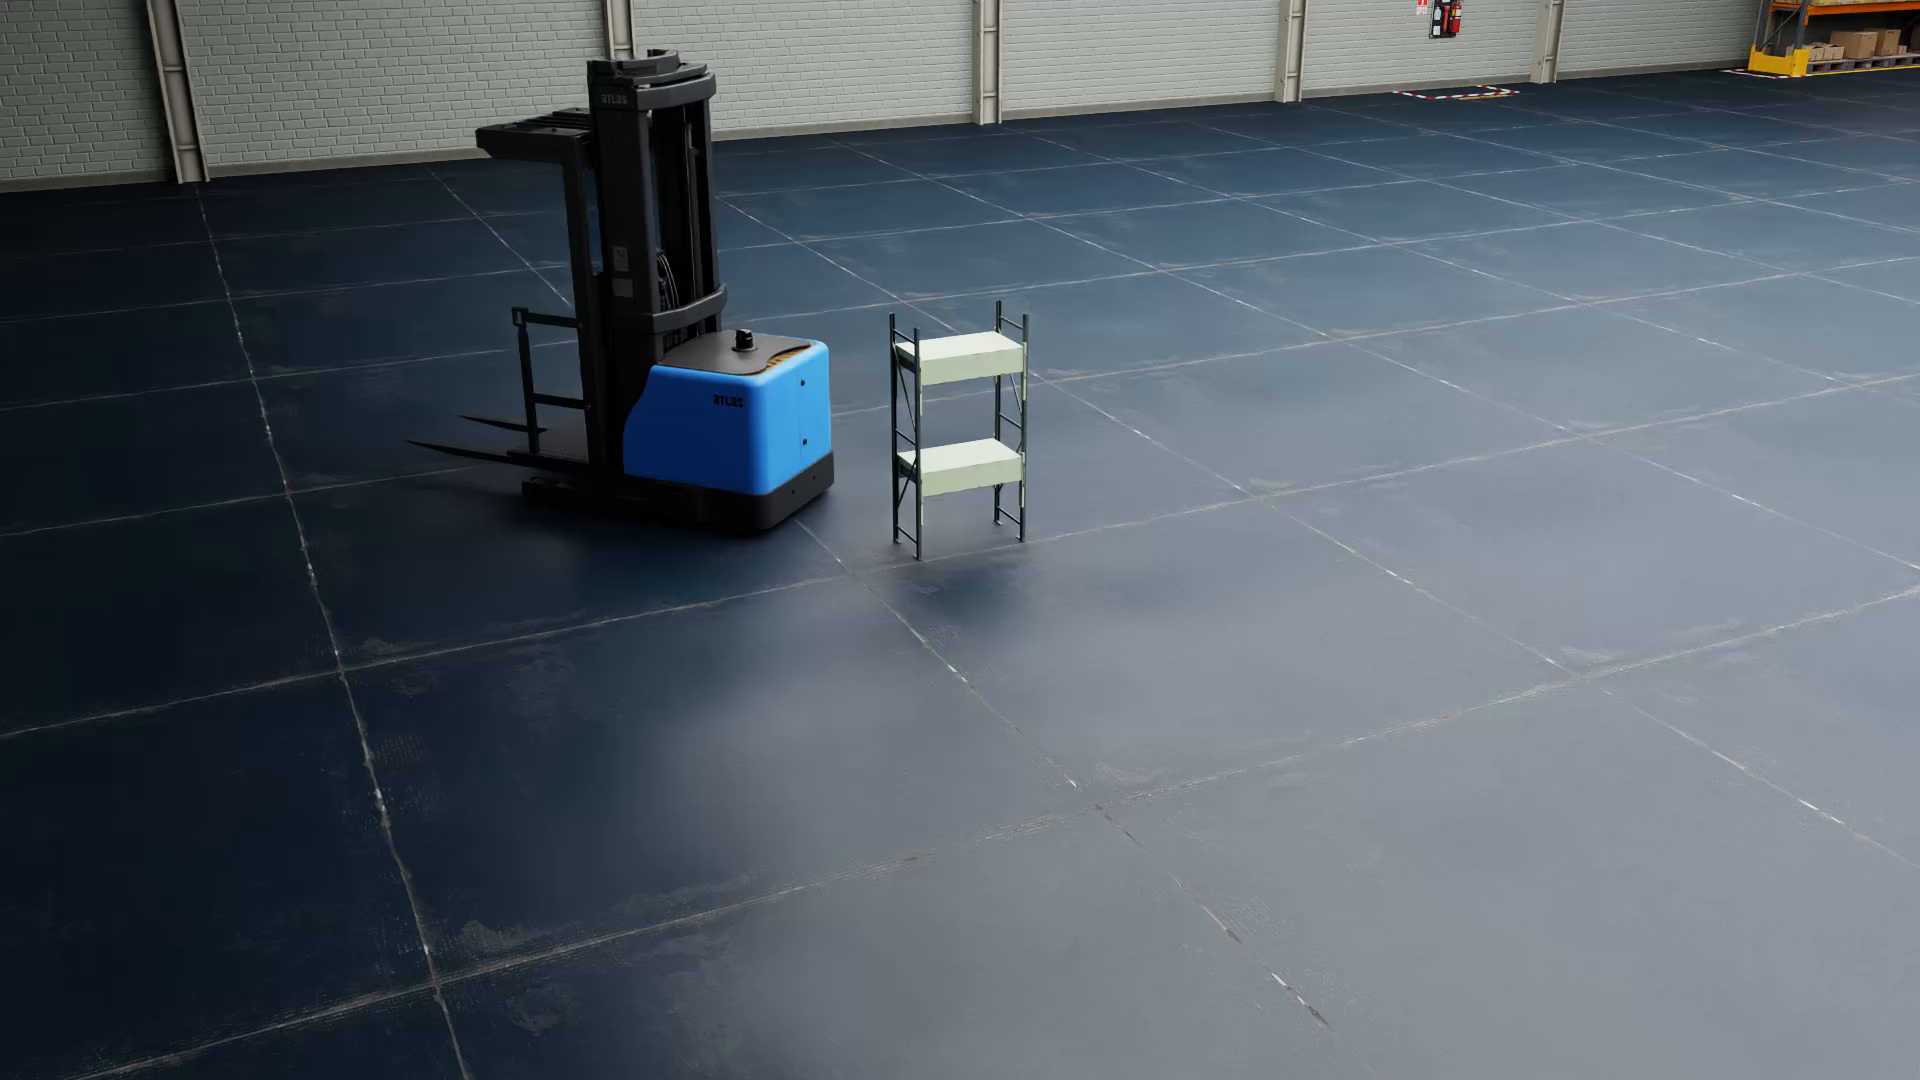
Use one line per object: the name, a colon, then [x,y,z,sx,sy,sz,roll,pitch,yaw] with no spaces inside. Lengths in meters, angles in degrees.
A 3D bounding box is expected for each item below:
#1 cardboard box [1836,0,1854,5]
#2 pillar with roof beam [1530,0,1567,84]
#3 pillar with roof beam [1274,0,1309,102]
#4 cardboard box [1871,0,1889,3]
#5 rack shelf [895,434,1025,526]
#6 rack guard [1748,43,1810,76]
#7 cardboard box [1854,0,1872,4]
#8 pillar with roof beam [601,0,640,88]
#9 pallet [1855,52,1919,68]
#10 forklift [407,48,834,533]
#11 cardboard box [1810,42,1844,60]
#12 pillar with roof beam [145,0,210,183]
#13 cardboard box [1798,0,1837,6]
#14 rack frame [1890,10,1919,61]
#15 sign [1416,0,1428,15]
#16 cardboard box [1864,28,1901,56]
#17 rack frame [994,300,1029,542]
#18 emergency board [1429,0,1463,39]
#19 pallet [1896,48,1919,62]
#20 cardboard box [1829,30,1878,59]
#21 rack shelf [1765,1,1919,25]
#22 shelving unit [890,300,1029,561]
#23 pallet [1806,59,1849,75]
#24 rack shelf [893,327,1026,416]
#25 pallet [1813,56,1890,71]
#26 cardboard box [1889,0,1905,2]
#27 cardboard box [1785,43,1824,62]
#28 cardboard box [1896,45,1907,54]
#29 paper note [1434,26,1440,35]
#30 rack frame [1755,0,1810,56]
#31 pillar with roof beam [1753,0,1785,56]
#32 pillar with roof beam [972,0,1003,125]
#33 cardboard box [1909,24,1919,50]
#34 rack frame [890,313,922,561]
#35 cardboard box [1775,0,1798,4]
cardboard box: [17.441,-10.816,33.129,0.500,0.250,0.500,-11,25,-25]
pillar with roof beam: [13.118,-11.521,26.817,0.400,9.000,9.100,-10,25,-24]
pillar with roof beam: [7.712,-10.526,24.413,0.400,9.000,9.100,-10,25,-24]
cardboard box: [18.359,-10.982,33.528,0.500,0.250,0.500,-10,25,-23]
rack shelf: [-0.006,-0.391,10.585,0.720,0.370,0.431,-10,25,-24]
rack guard: [16.470,-9.672,33.461,0.348,0.500,1.175,-10,25,-24]
cardboard box: [17.903,-10.899,33.328,0.500,0.250,0.500,-11,25,-24]
pillar with roof beam: [-3.101,-8.535,19.604,0.400,9.000,9.100,-10,25,-24]
pallet: [19.416,-10.065,34.790,1.213,0.211,1.003,-10,25,-24]
forklift: [-2.436,-1.751,11.147,3.031,2.935,1.130,9,24,21]
cardboard box: [17.578,-9.953,33.813,0.500,0.311,0.500,-8,24,-19]
pillar with roof beam: [-8.507,-7.540,17.200,0.400,9.000,9.100,-10,25,-24]
cardboard box: [16.979,-10.725,32.909,0.500,0.250,0.500,-11,25,-25]
rack frame: [20.006,-11.477,34.555,0.127,3.000,1.000,-10,25,-24]
sign: [8.465,-9.796,30.448,0.234,0.329,0.001,-10,25,-24]
cardboard box: [19.088,-10.340,34.500,0.500,0.500,0.500,-12,26,-28]
rack frame: [0.324,-0.753,10.607,0.023,1.500,0.400,-10,25,-24]
emergency board: [9.008,-9.836,30.590,0.643,1.169,0.194,-10,25,-24]
pallet: [20.707,-10.319,35.402,1.213,0.211,1.003,-10,25,-24]
cardboard box: [18.261,-10.145,34.030,0.500,0.500,0.700,-12,25,-27]
rack shelf: [18.204,-10.813,33.892,4.000,0.370,1.077,-10,25,-24]
shelving unit: [-0.006,-0.692,10.460,0.755,1.500,0.431,-10,25,-24]
pallet: [17.218,-9.661,33.812,1.213,0.211,1.003,-10,25,-24]
rack shelf: [-0.006,-1.052,10.311,0.720,0.370,0.431,-10,25,-24]
pallet: [18.316,-9.862,34.298,1.213,0.211,1.003,-10,25,-24]
cardboard box: [18.812,-11.066,33.731,0.500,0.250,0.500,-11,25,-24]
cardboard box: [17.064,-9.859,33.585,0.500,0.311,0.500,-14,26,-30]
cardboard box: [19.537,-10.273,34.774,0.250,0.166,0.380,-14,26,-30]
paper note: [8.818,-9.424,30.745,0.142,0.148,0.016,-10,25,-24]
rack frame: [16.402,-10.814,32.953,0.127,3.000,1.000,-10,25,-24]
pillar with roof beam: [18.525,-12.516,29.222,0.400,9.000,9.100,-10,25,-24]
pillar with roof beam: [2.306,-9.531,22.009,0.400,9.000,9.100,-10,25,-24]
cardboard box: [20.662,-10.654,35.258,0.500,0.500,0.700,-10,24,-22]
rack frame: [-0.336,-0.631,10.314,0.023,1.500,0.400,-10,25,-24]
cardboard box: [16.739,-10.898,33.326,0.500,0.250,0.500,-10,25,-23]
